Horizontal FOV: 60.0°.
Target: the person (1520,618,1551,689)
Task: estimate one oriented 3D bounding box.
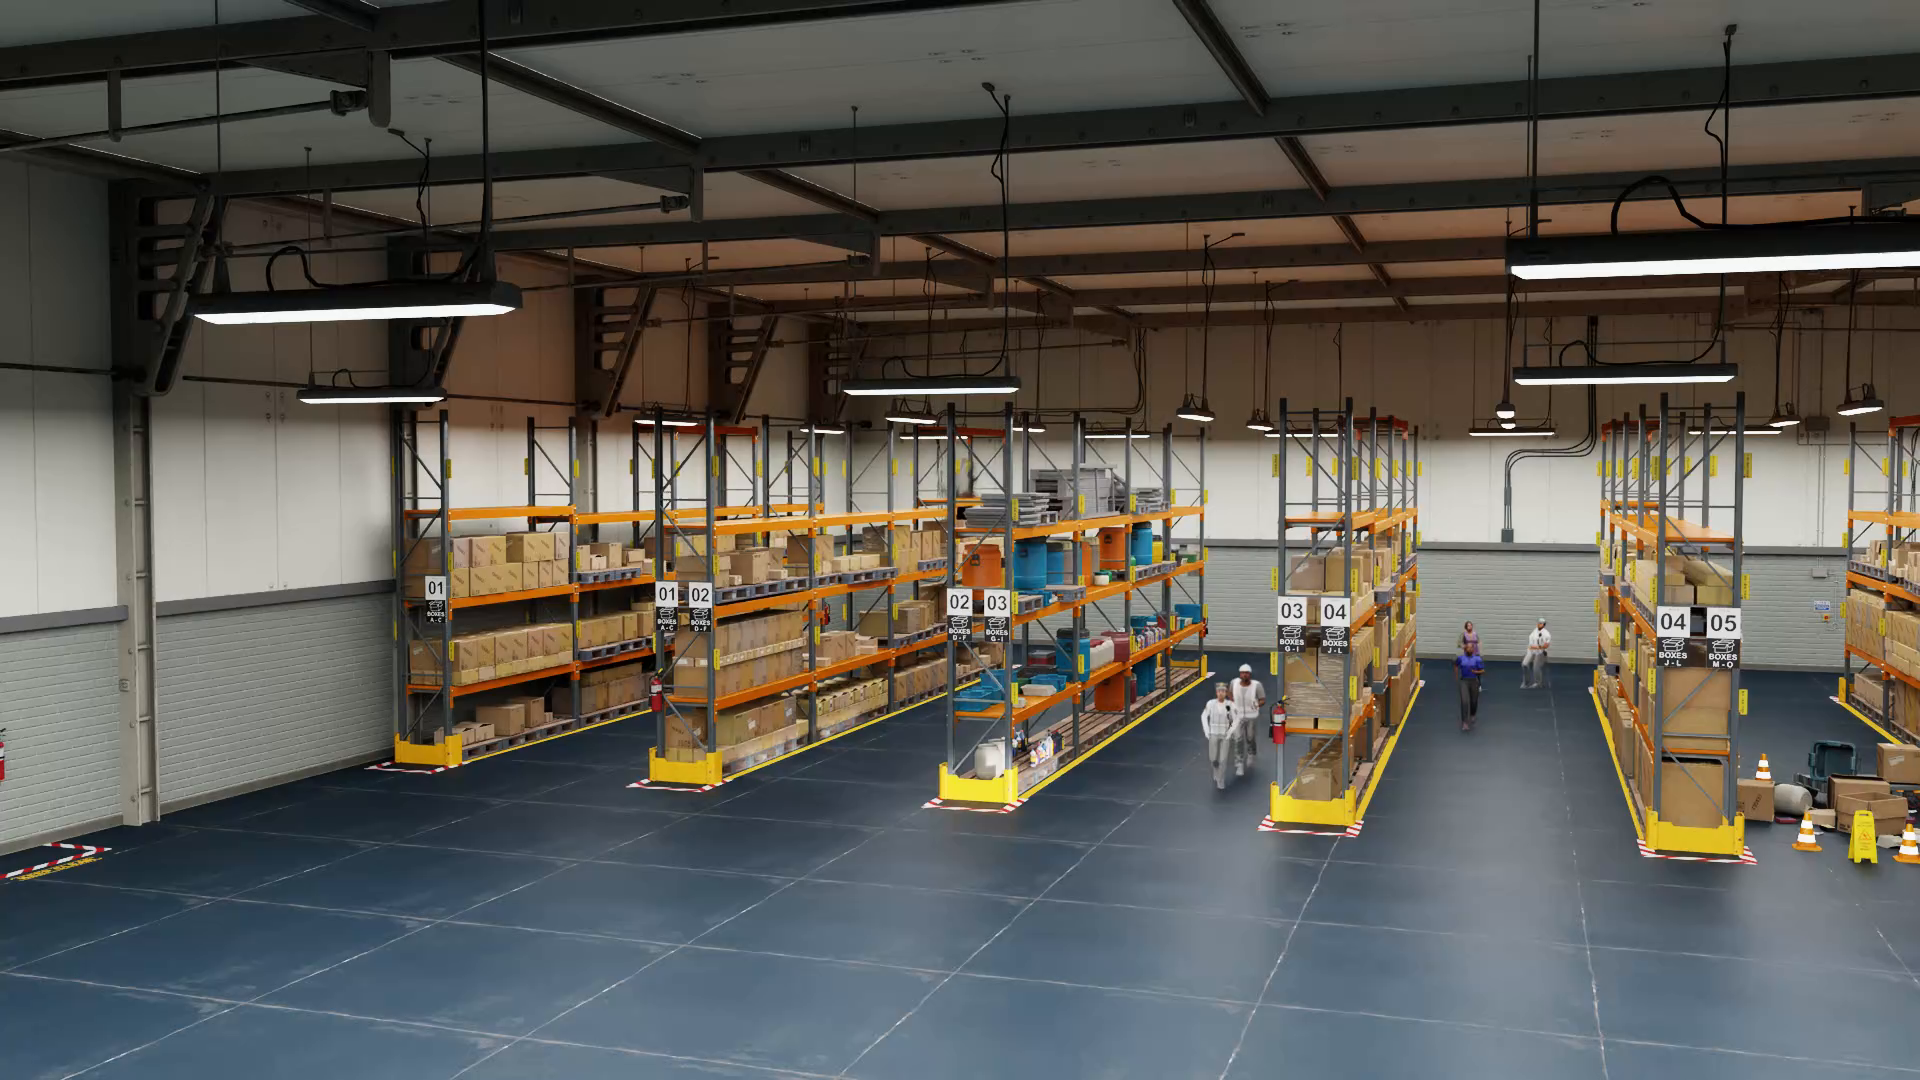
[{"bbox_3d":[13.025,2.569,37.511,0.661,1.617,0.597,-2,3,-36],"label":"person"}]

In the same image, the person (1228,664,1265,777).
[{"bbox_3d":[4.727,2.931,27.457,0.625,1.796,0.982,1,3,13],"label":"person"}]

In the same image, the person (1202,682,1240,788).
[{"bbox_3d":[4.096,3.055,26.154,0.613,1.662,0.501,1,3,16],"label":"person"}]

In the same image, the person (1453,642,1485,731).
[{"bbox_3d":[9.781,2.784,31.958,0.575,1.644,0.941,1,3,16],"label":"person"}]

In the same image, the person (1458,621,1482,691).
[{"bbox_3d":[11.567,2.627,37.758,0.580,1.578,0.733,0,2,-3],"label":"person"}]
